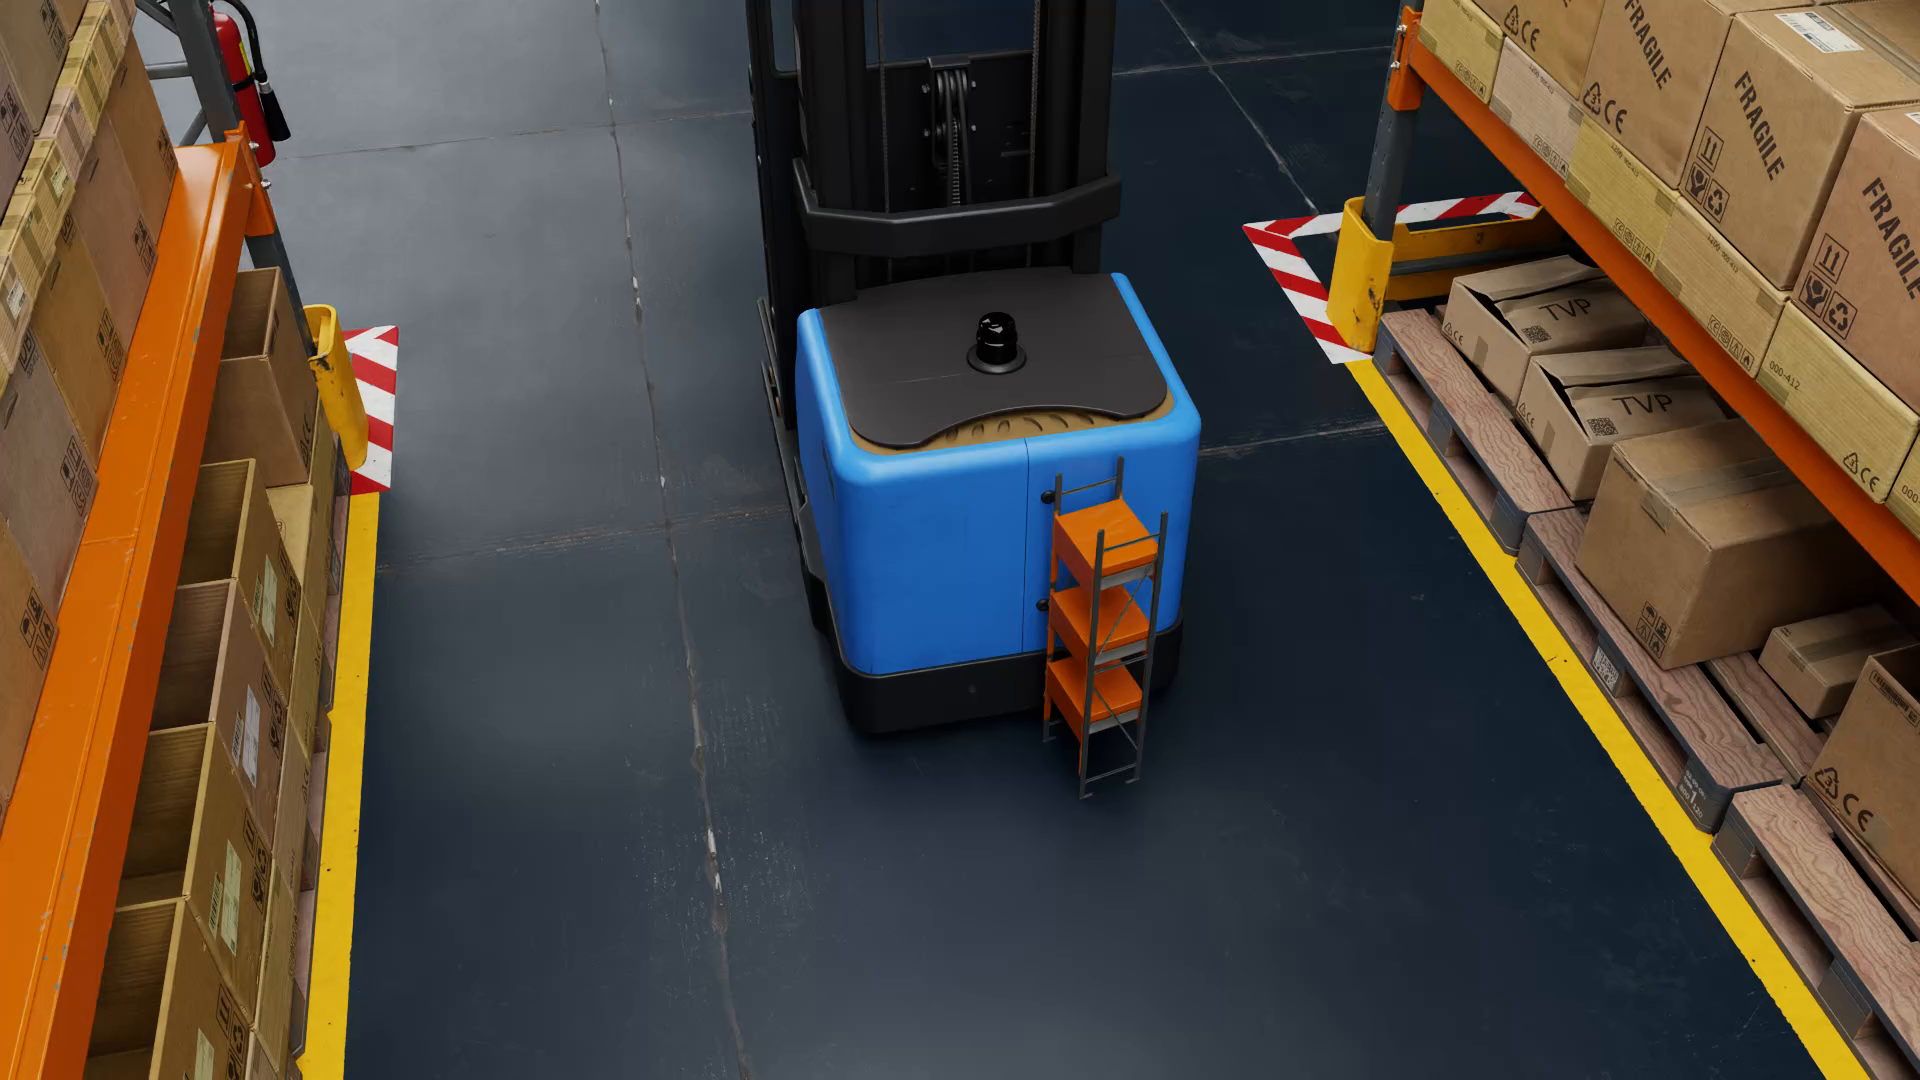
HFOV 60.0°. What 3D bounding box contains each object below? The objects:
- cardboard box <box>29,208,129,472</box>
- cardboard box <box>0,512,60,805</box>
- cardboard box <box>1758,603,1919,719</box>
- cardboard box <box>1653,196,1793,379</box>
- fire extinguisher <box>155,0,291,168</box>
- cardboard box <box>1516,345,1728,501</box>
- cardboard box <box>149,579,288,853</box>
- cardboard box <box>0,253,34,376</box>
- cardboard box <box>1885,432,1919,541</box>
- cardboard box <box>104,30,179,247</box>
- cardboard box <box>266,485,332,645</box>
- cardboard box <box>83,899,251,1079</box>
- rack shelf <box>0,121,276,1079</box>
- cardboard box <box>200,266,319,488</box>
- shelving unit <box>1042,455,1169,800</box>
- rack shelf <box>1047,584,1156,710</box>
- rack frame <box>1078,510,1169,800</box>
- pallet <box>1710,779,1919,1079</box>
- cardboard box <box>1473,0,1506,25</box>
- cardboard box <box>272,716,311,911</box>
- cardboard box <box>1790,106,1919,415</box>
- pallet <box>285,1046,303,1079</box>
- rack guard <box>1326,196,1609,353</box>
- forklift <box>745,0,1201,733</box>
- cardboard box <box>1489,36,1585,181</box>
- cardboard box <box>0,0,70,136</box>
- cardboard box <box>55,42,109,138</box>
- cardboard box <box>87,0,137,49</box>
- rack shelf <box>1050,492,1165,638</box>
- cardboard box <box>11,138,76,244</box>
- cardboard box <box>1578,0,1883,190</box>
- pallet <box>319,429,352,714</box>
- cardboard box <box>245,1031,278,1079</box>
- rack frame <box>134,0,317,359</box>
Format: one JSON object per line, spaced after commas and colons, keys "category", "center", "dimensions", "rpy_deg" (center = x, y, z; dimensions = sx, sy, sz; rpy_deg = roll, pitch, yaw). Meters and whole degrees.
{"category": "cardboard box", "center": [-2.454, -0.459, 3.932], "dimensions": [0.700, 0.500, 0.500], "rpy_deg": [-8, 42, -9]}
{"category": "cardboard box", "center": [-2.225, 0.214, 3.174], "dimensions": [0.700, 0.500, 0.500], "rpy_deg": [-8, 42, -9]}
{"category": "cardboard box", "center": [2.612, 0.355, 4.907], "dimensions": [0.380, 0.149, 0.250], "rpy_deg": [-12, 43, -13]}
{"category": "cardboard box", "center": [2.207, -0.696, 4.373], "dimensions": [0.500, 0.250, 0.500], "rpy_deg": [-8, 42, -9]}
{"category": "fire extinguisher", "center": [-2.333, -1.502, 5.241], "dimensions": [0.296, 0.674, 0.183], "rpy_deg": [-8, 42, -9]}
{"category": "cardboard box", "center": [2.259, -0.428, 5.667], "dimensions": [0.500, 0.311, 0.500], "rpy_deg": [-5, 42, -6]}
{"category": "cardboard box", "center": [-2.018, 0.478, 4.142], "dimensions": [0.500, 0.500, 0.500], "rpy_deg": [-8, 42, -9]}
{"category": "cardboard box", "center": [-2.156, -0.442, 3.425], "dimensions": [0.380, 0.149, 0.250], "rpy_deg": [-9, 42, -10]}
{"category": "cardboard box", "center": [2.440, -0.047, 3.641], "dimensions": [0.500, 0.250, 0.500], "rpy_deg": [-8, 42, -9]}
{"category": "cardboard box", "center": [-2.673, -1.121, 4.678], "dimensions": [0.700, 0.500, 0.500], "rpy_deg": [-8, 42, -9]}
{"category": "cardboard box", "center": [-2.238, 0.111, 5.120], "dimensions": [0.500, 0.250, 0.500], "rpy_deg": [-8, 42, -9]}
{"category": "cardboard box", "center": [-1.808, 1.127, 3.411], "dimensions": [0.500, 0.500, 0.500], "rpy_deg": [-8, 42, -9]}
{"category": "rack shelf", "center": [-2.330, 0.177, 3.832], "dimensions": [1.077, 0.370, 4.000], "rpy_deg": [-8, 42, -9]}
{"category": "cardboard box", "center": [-2.355, -0.492, 5.235], "dimensions": [0.500, 0.500, 0.500], "rpy_deg": [-8, 42, -9]}
{"category": "shelving unit", "center": [0.392, 0.270, 4.655], "dimensions": [0.215, 1.050, 0.252], "rpy_deg": [-16, 44, -17]}
{"category": "rack shelf", "center": [0.392, 0.278, 4.662], "dimensions": [0.215, 0.259, 0.240], "rpy_deg": [-16, 44, -17]}
{"category": "rack frame", "center": [0.440, 0.345, 4.571], "dimensions": [0.200, 1.050, 0.008], "rpy_deg": [-16, 44, -17]}
{"category": "pallet", "center": [2.759, 1.105, 4.346], "dimensions": [1.003, 0.211, 1.213], "rpy_deg": [-8, 42, -9]}
{"category": "cardboard box", "center": [1.884, -1.980, 5.254], "dimensions": [0.500, 0.500, 0.500], "rpy_deg": [-8, 42, -9]}
{"category": "cardboard box", "center": [-2.022, 0.759, 4.390], "dimensions": [0.500, 0.250, 0.500], "rpy_deg": [-8, 42, -9]}
{"category": "cardboard box", "center": [2.322, -0.652, 3.758], "dimensions": [0.500, 0.500, 0.500], "rpy_deg": [-9, 42, -11]}
{"category": "pallet", "center": [-2.029, 1.726, 3.646], "dimensions": [1.003, 0.211, 1.213], "rpy_deg": [-8, 42, -9]}
{"category": "rack guard", "center": [2.091, -1.116, 6.631], "dimensions": [1.175, 0.500, 0.348], "rpy_deg": [-8, 42, -9]}
{"category": "forklift", "center": [-0.132, -1.505, 5.238], "dimensions": [1.130, 2.935, 3.031], "rpy_deg": [-8, 42, -9]}
{"category": "cardboard box", "center": [1.996, -1.355, 5.115], "dimensions": [0.500, 0.250, 0.500], "rpy_deg": [-10, 42, -11]}
{"category": "cardboard box", "center": [-2.543, -1.232, 3.825], "dimensions": [0.700, 0.500, 0.500], "rpy_deg": [-9, 42, -10]}
{"category": "cardboard box", "center": [-2.380, -1.112, 4.180], "dimensions": [0.380, 0.149, 0.250], "rpy_deg": [-9, 42, -10]}
{"category": "cardboard box", "center": [-2.493, -1.448, 4.557], "dimensions": [0.380, 0.149, 0.250], "rpy_deg": [-9, 42, -10]}
{"category": "rack shelf", "center": [0.392, 0.066, 4.473], "dimensions": [0.215, 0.259, 0.240], "rpy_deg": [-16, 44, -17]}
{"category": "cardboard box", "center": [-2.271, -0.779, 3.804], "dimensions": [0.380, 0.149, 0.250], "rpy_deg": [-7, 42, -8]}
{"category": "cardboard box", "center": [2.087, -1.322, 4.513], "dimensions": [0.500, 0.500, 0.500], "rpy_deg": [-10, 42, -11]}
{"category": "pallet", "center": [-2.556, 0.144, 5.428], "dimensions": [1.003, 0.211, 1.213], "rpy_deg": [-8, 42, -9]}
{"category": "cardboard box", "center": [-1.805, 1.407, 3.660], "dimensions": [0.500, 0.250, 0.500], "rpy_deg": [-8, 42, -9]}
{"category": "rack frame", "center": [-2.762, -1.388, 5.054], "dimensions": [1.000, 3.000, 0.127], "rpy_deg": [-8, 42, -9]}
